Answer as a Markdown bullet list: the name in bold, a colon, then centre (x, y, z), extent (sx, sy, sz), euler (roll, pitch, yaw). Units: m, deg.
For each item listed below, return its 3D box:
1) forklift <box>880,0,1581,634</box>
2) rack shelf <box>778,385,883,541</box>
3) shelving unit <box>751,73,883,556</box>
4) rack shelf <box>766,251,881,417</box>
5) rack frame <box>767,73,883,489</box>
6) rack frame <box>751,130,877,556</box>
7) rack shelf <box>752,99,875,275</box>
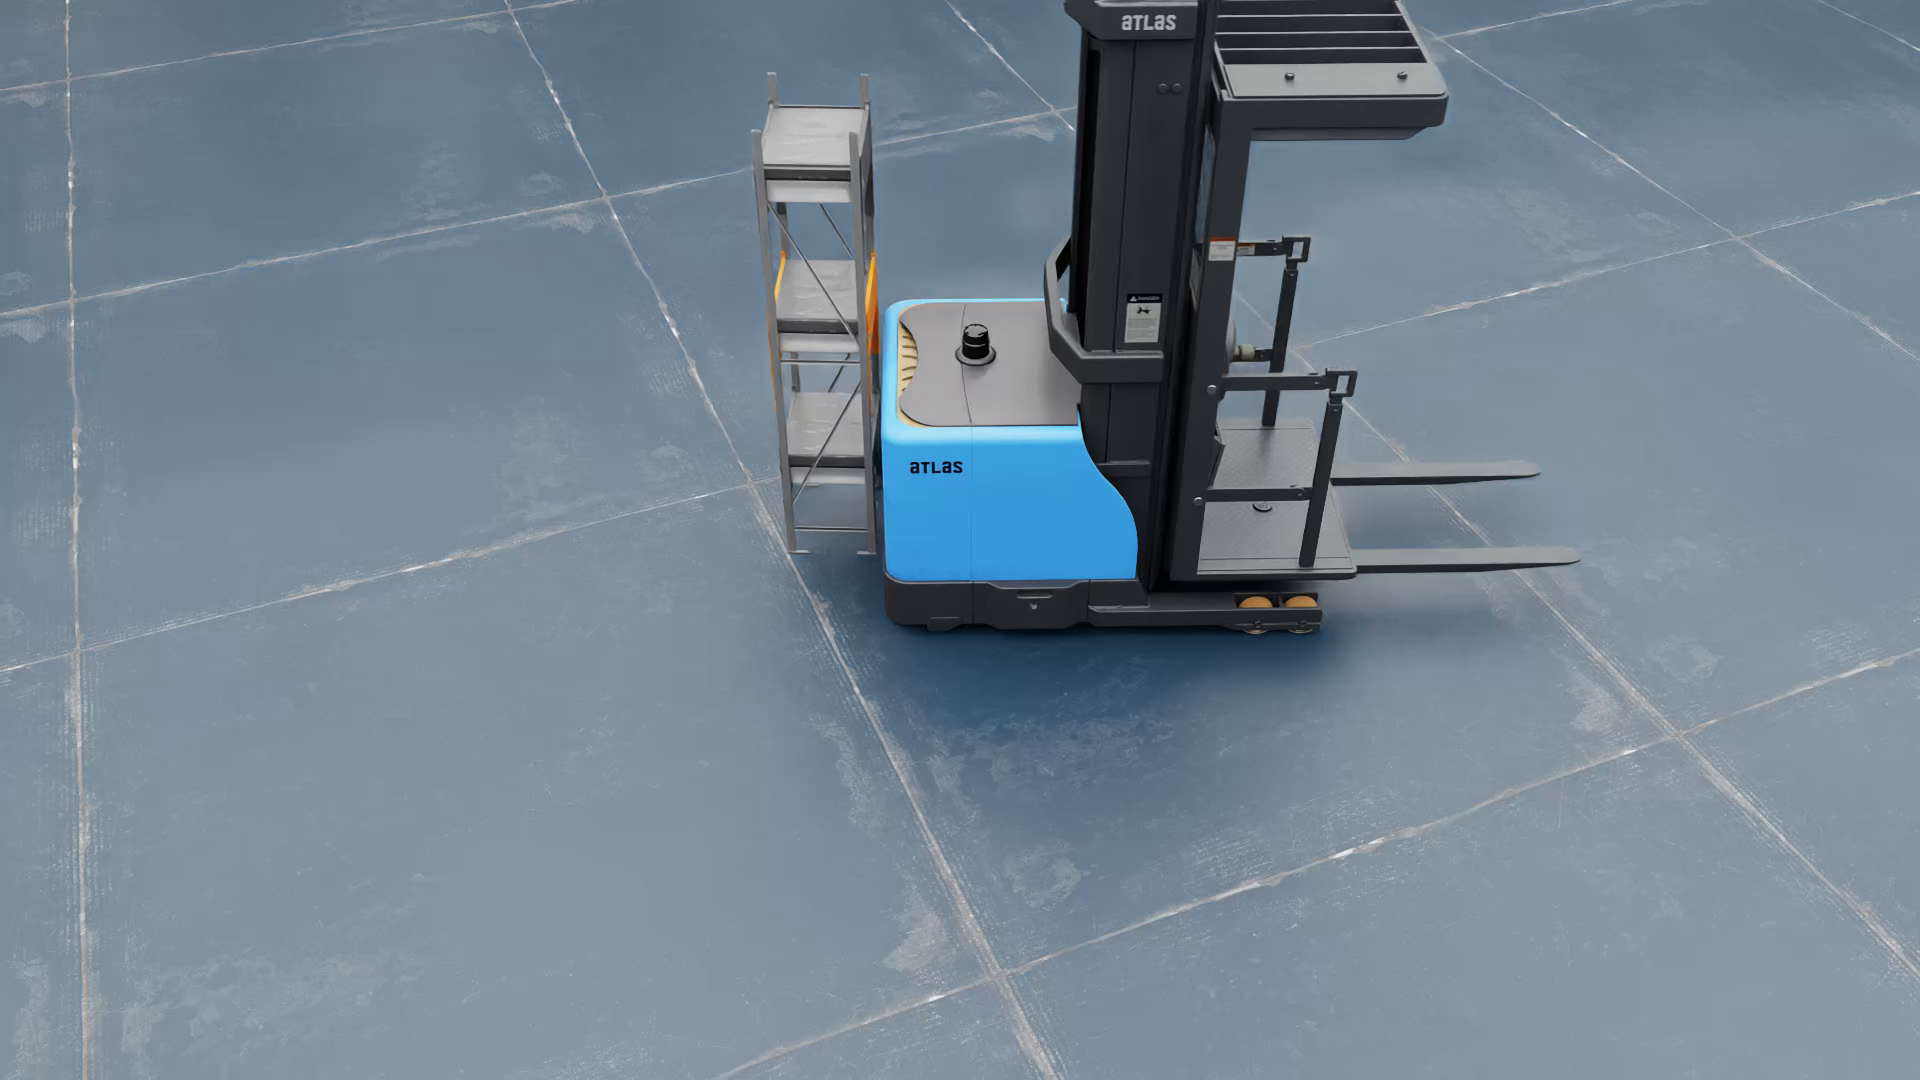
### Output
- **forklift**: centre (1.180, -1.052, 6.644), extent (3.031, 2.935, 1.130), euler (-1, 41, -1)
- **rack shelf**: centre (-0.572, -0.352, 7.561), extent (0.431, 0.518, 0.480), euler (1, 41, 2)
- **shelving unit**: centre (-0.573, -0.893, 7.096), extent (0.431, 2.100, 0.503), euler (1, 41, 2)
- **rack shelf**: centre (-0.573, -0.882, 7.105), extent (0.431, 0.518, 0.480), euler (1, 41, 2)
- **rack frame**: centre (-0.564, -1.052, 7.281), extent (0.400, 2.100, 0.015), euler (1, 41, 2)
- **rack frame**: centre (-0.582, -0.734, 6.911), extent (0.400, 2.100, 0.015), euler (1, 41, 2)
- **rack shelf**: centre (-0.573, -1.413, 6.649), extent (0.431, 0.518, 0.480), euler (1, 41, 2)
